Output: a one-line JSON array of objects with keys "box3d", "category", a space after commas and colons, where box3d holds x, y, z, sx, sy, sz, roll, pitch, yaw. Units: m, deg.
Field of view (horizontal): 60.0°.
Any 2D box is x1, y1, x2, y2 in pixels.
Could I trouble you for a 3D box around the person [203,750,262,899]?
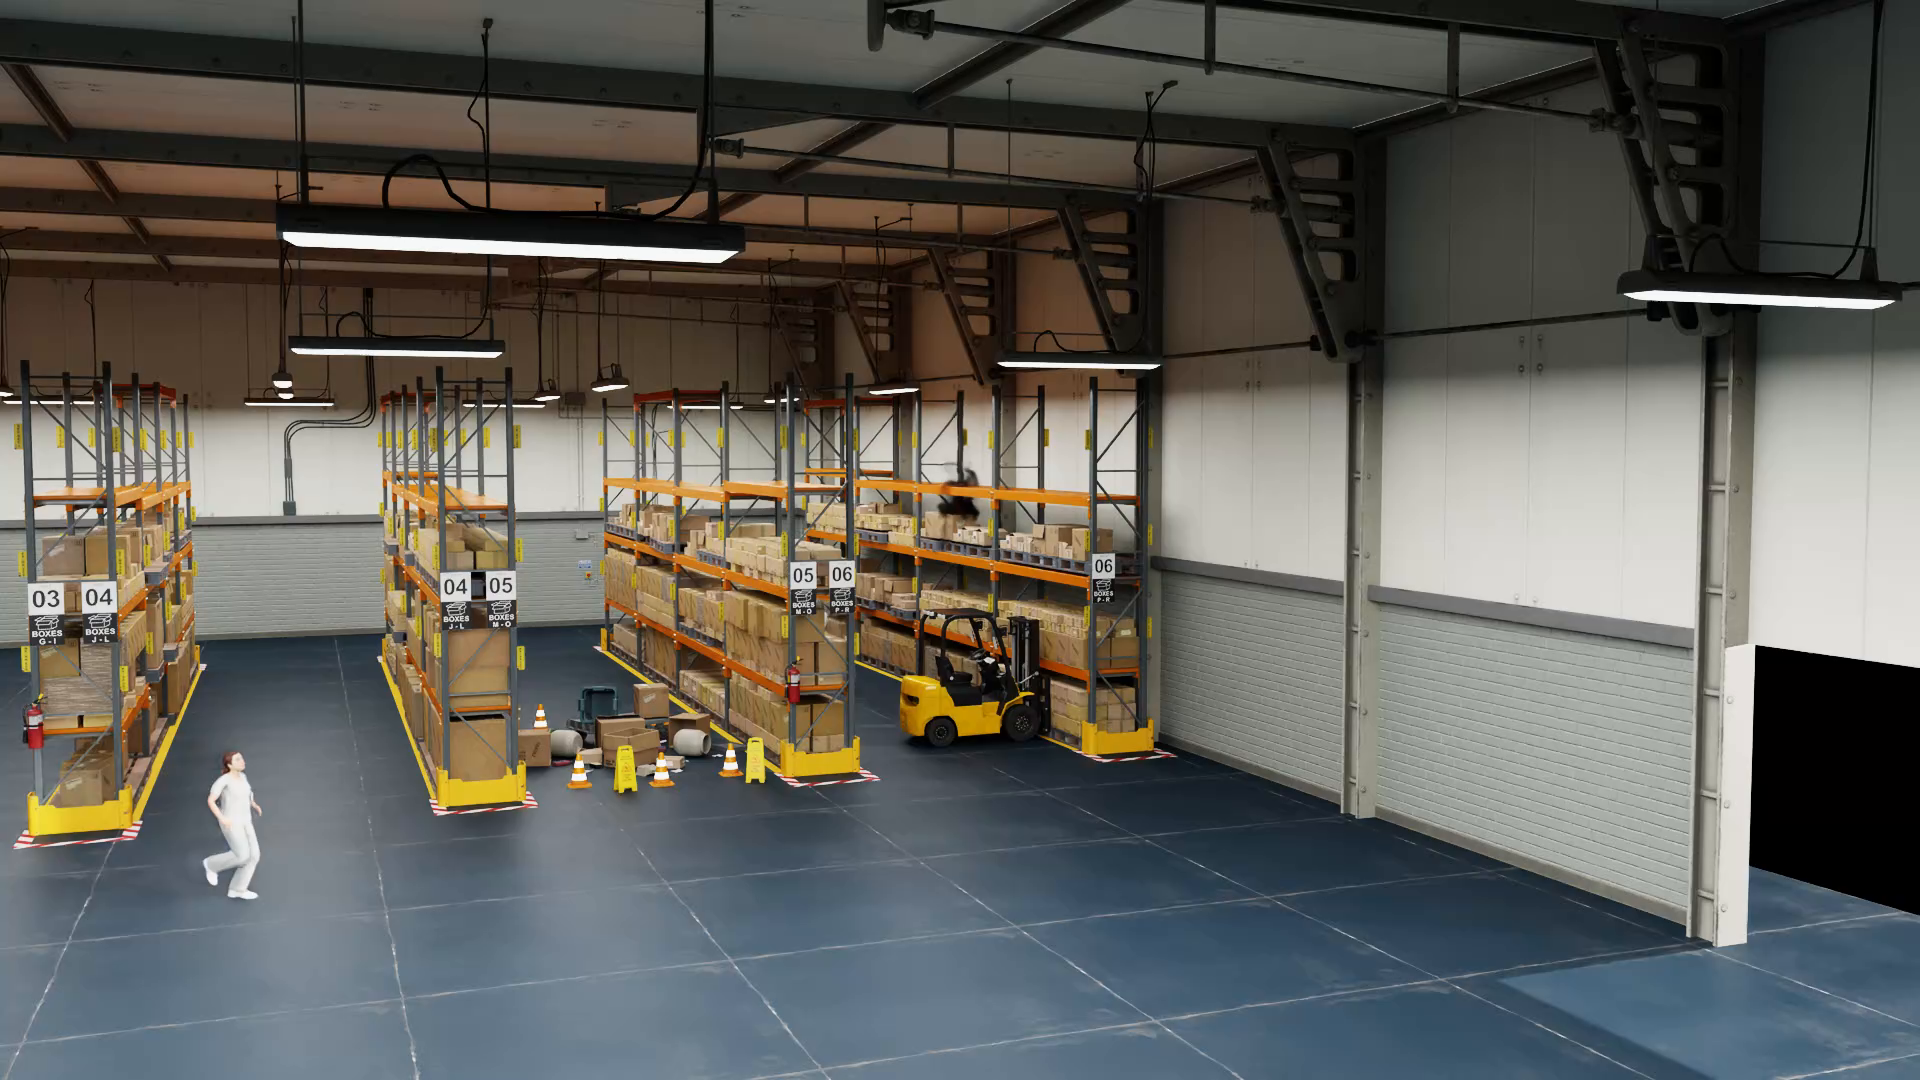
[{"box3d": [-7.956, 3.111, 18.181, 0.569, 1.618, 0.601, 1, 4, 14], "category": "person"}]
